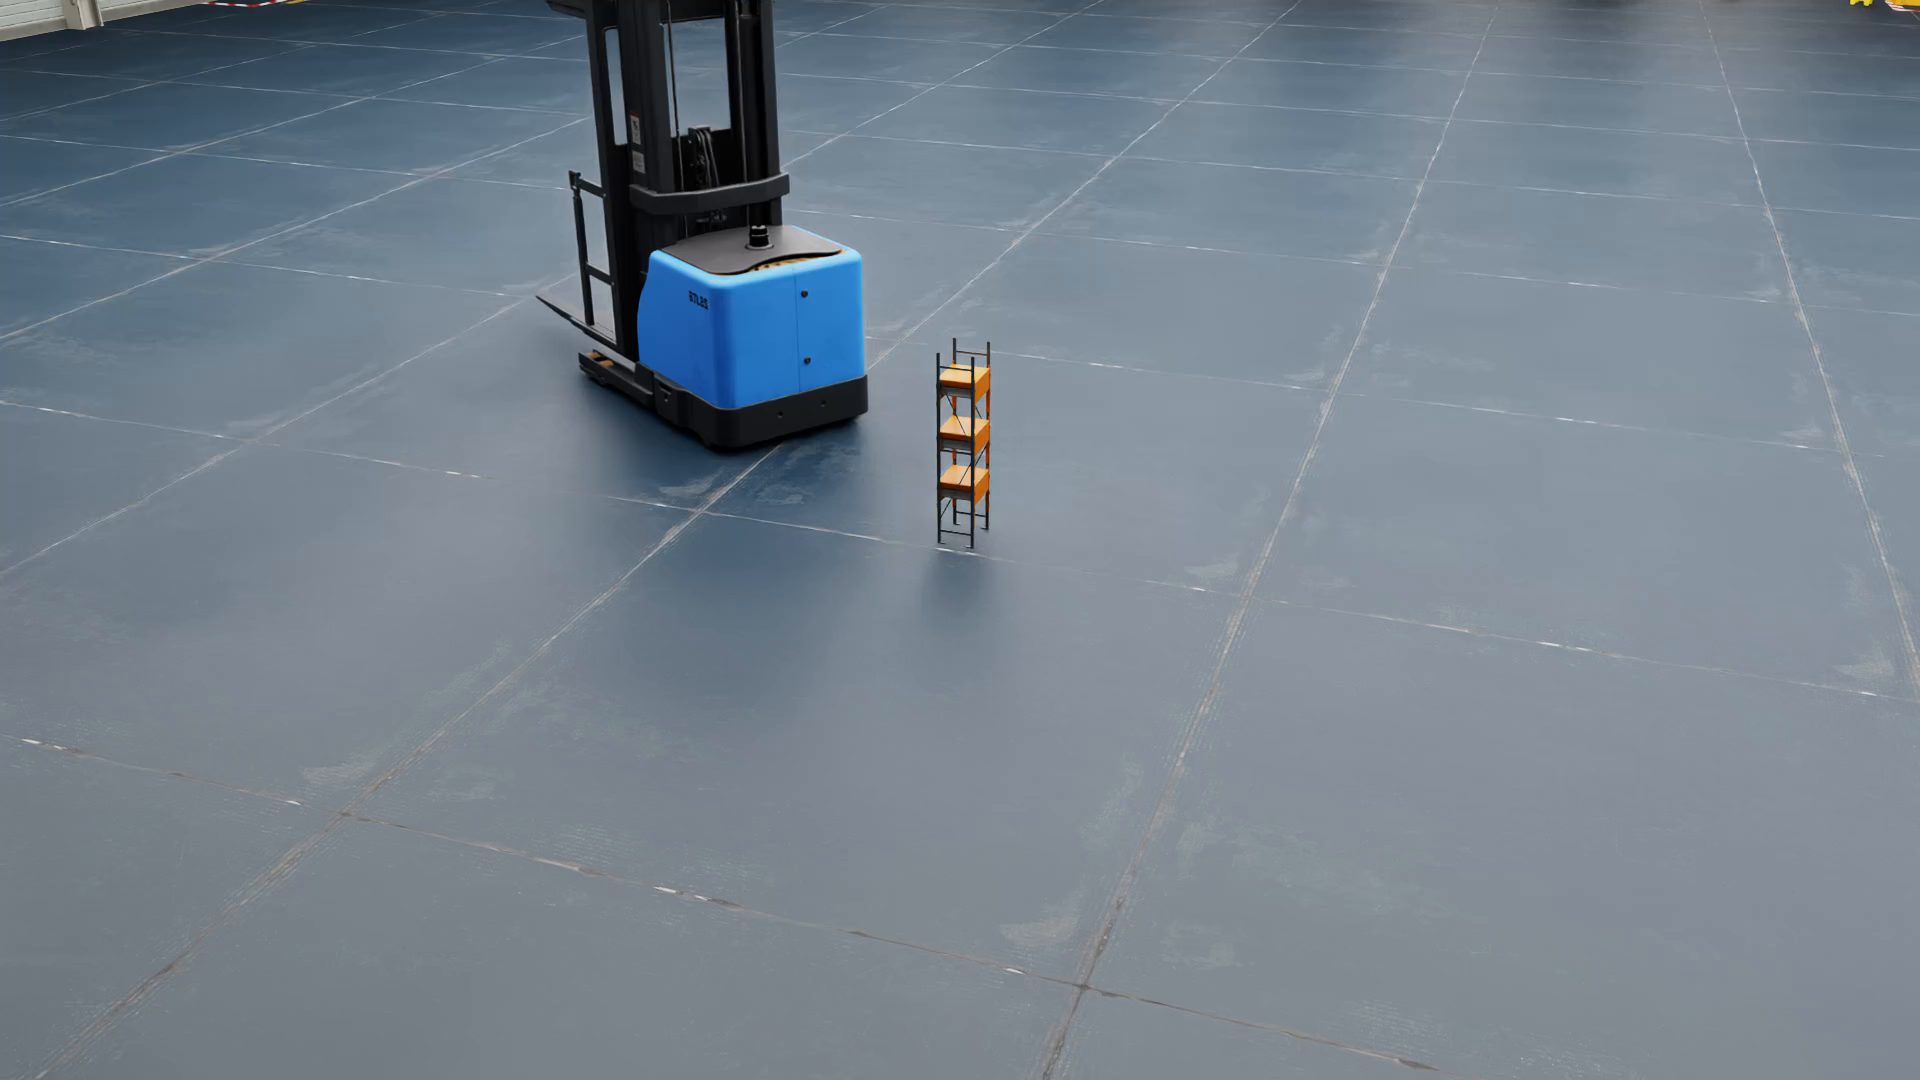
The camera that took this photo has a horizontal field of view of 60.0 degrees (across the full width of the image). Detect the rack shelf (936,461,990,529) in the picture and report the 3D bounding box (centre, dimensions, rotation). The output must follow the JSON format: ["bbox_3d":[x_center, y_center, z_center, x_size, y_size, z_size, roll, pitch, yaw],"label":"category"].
[{"bbox_3d":[0.018,-0.235,8.692,0.215,0.259,0.240,9,27,17],"label":"rack shelf"}]

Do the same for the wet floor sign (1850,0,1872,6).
[{"bbox_3d":[14.184,-8.727,26.035,0.267,0.644,0.232,20,32,35],"label":"wet floor sign"}]

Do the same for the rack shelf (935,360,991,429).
[{"bbox_3d":[0.018,-0.740,8.448,0.215,0.259,0.240,9,27,17],"label":"rack shelf"}]

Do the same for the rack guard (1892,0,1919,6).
[{"bbox_3d":[15.281,-8.616,25.972,1.175,0.500,0.348,9,27,17],"label":"rack guard"}]

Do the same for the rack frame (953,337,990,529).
[{"bbox_3d":[0.058,-0.545,8.670,0.200,1.050,0.008,9,27,17],"label":"rack frame"}]

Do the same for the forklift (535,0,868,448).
[{"bbox_3d":[-1.853,-2.437,10.419,1.130,2.935,3.031,-18,31,-33],"label":"forklift"}]

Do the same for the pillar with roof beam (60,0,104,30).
[{"bbox_3d":[-8.619,-10.860,20.853,9.100,9.000,0.400,9,27,17],"label":"pillar with roof beam"}]

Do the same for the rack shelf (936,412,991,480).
[{"bbox_3d":[0.018,-0.485,8.571,0.215,0.259,0.240,9,27,17],"label":"rack shelf"}]

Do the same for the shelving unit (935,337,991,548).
[{"bbox_3d":[0.018,-0.495,8.567,0.215,1.050,0.252,9,27,17],"label":"shelving unit"}]

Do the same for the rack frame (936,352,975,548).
[{"bbox_3d":[-0.023,-0.444,8.463,0.200,1.050,0.008,9,27,17],"label":"rack frame"}]
